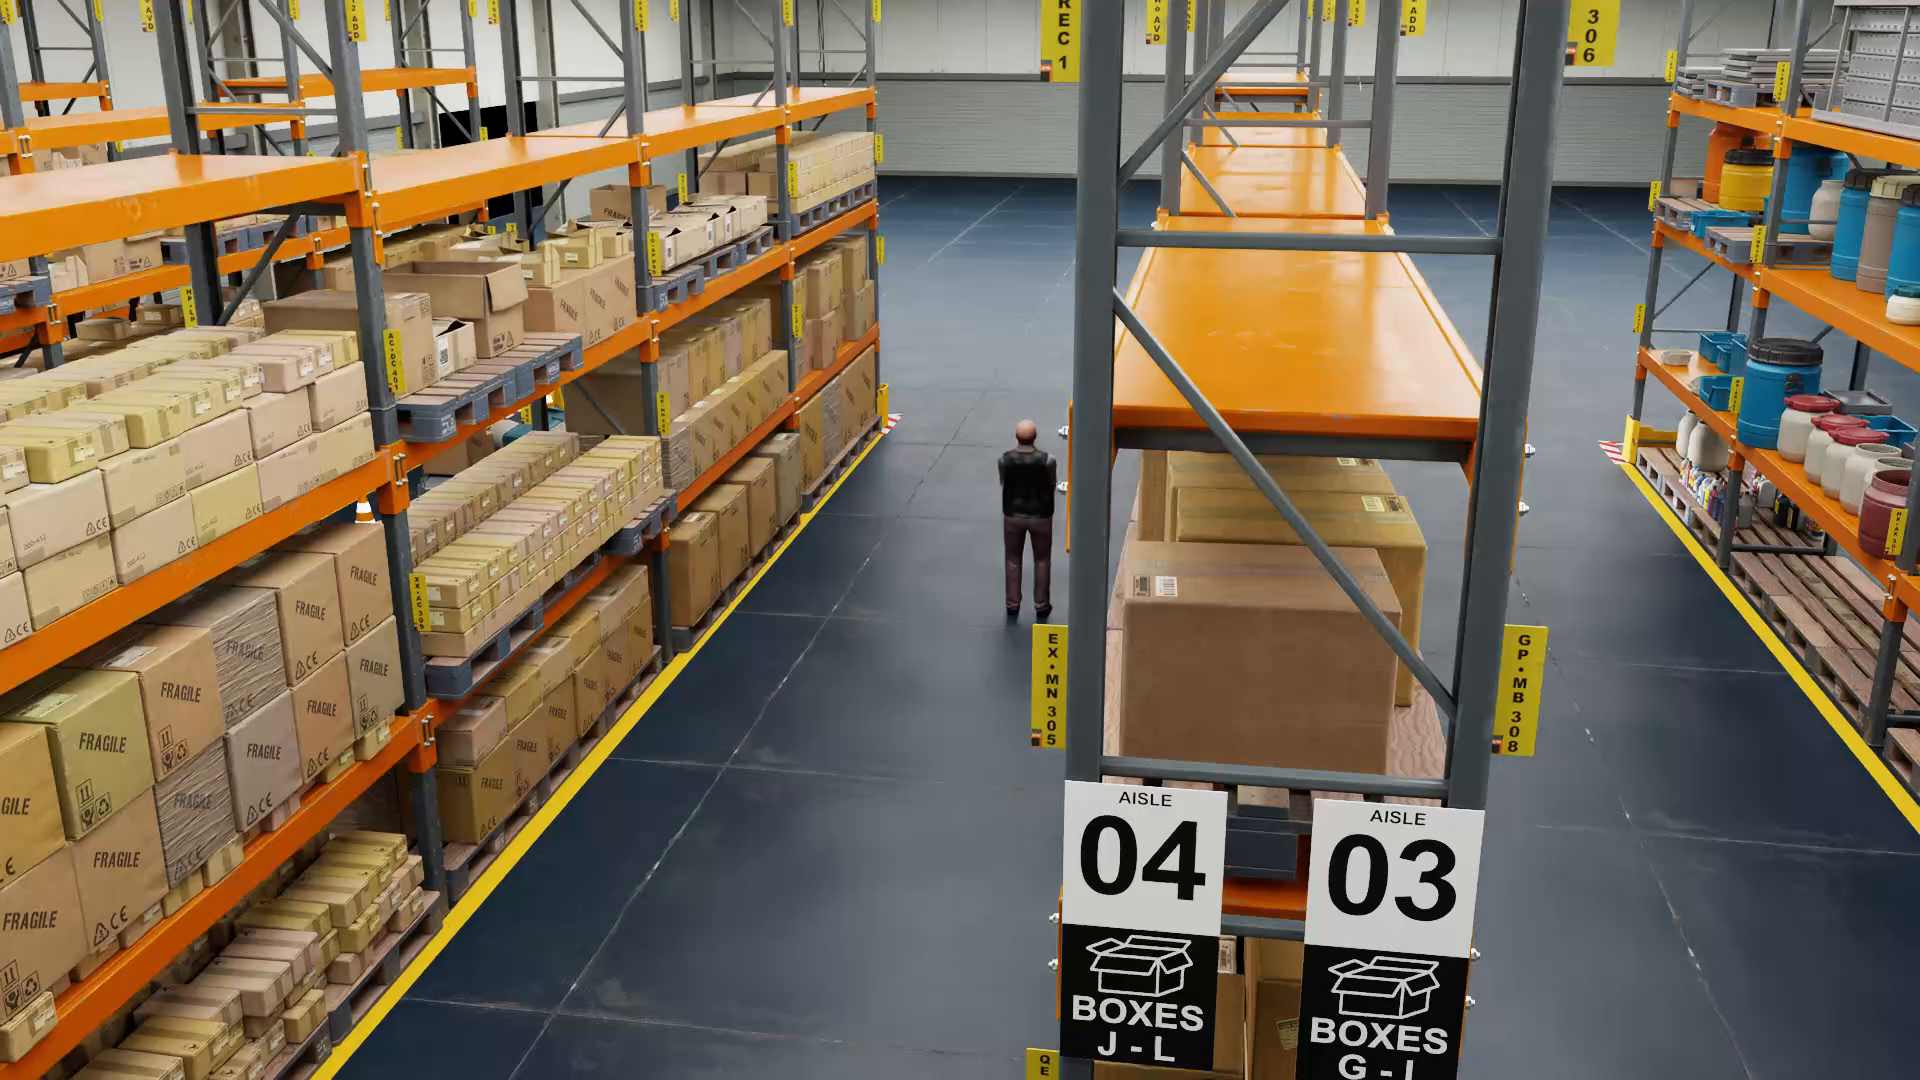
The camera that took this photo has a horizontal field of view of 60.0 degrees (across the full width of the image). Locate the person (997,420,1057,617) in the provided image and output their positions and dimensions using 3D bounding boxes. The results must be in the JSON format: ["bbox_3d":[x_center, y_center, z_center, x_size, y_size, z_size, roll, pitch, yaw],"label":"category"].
[{"bbox_3d":[0.582,-0.218,14.263,0.502,1.720,0.552,3,18,9],"label":"person"}]
